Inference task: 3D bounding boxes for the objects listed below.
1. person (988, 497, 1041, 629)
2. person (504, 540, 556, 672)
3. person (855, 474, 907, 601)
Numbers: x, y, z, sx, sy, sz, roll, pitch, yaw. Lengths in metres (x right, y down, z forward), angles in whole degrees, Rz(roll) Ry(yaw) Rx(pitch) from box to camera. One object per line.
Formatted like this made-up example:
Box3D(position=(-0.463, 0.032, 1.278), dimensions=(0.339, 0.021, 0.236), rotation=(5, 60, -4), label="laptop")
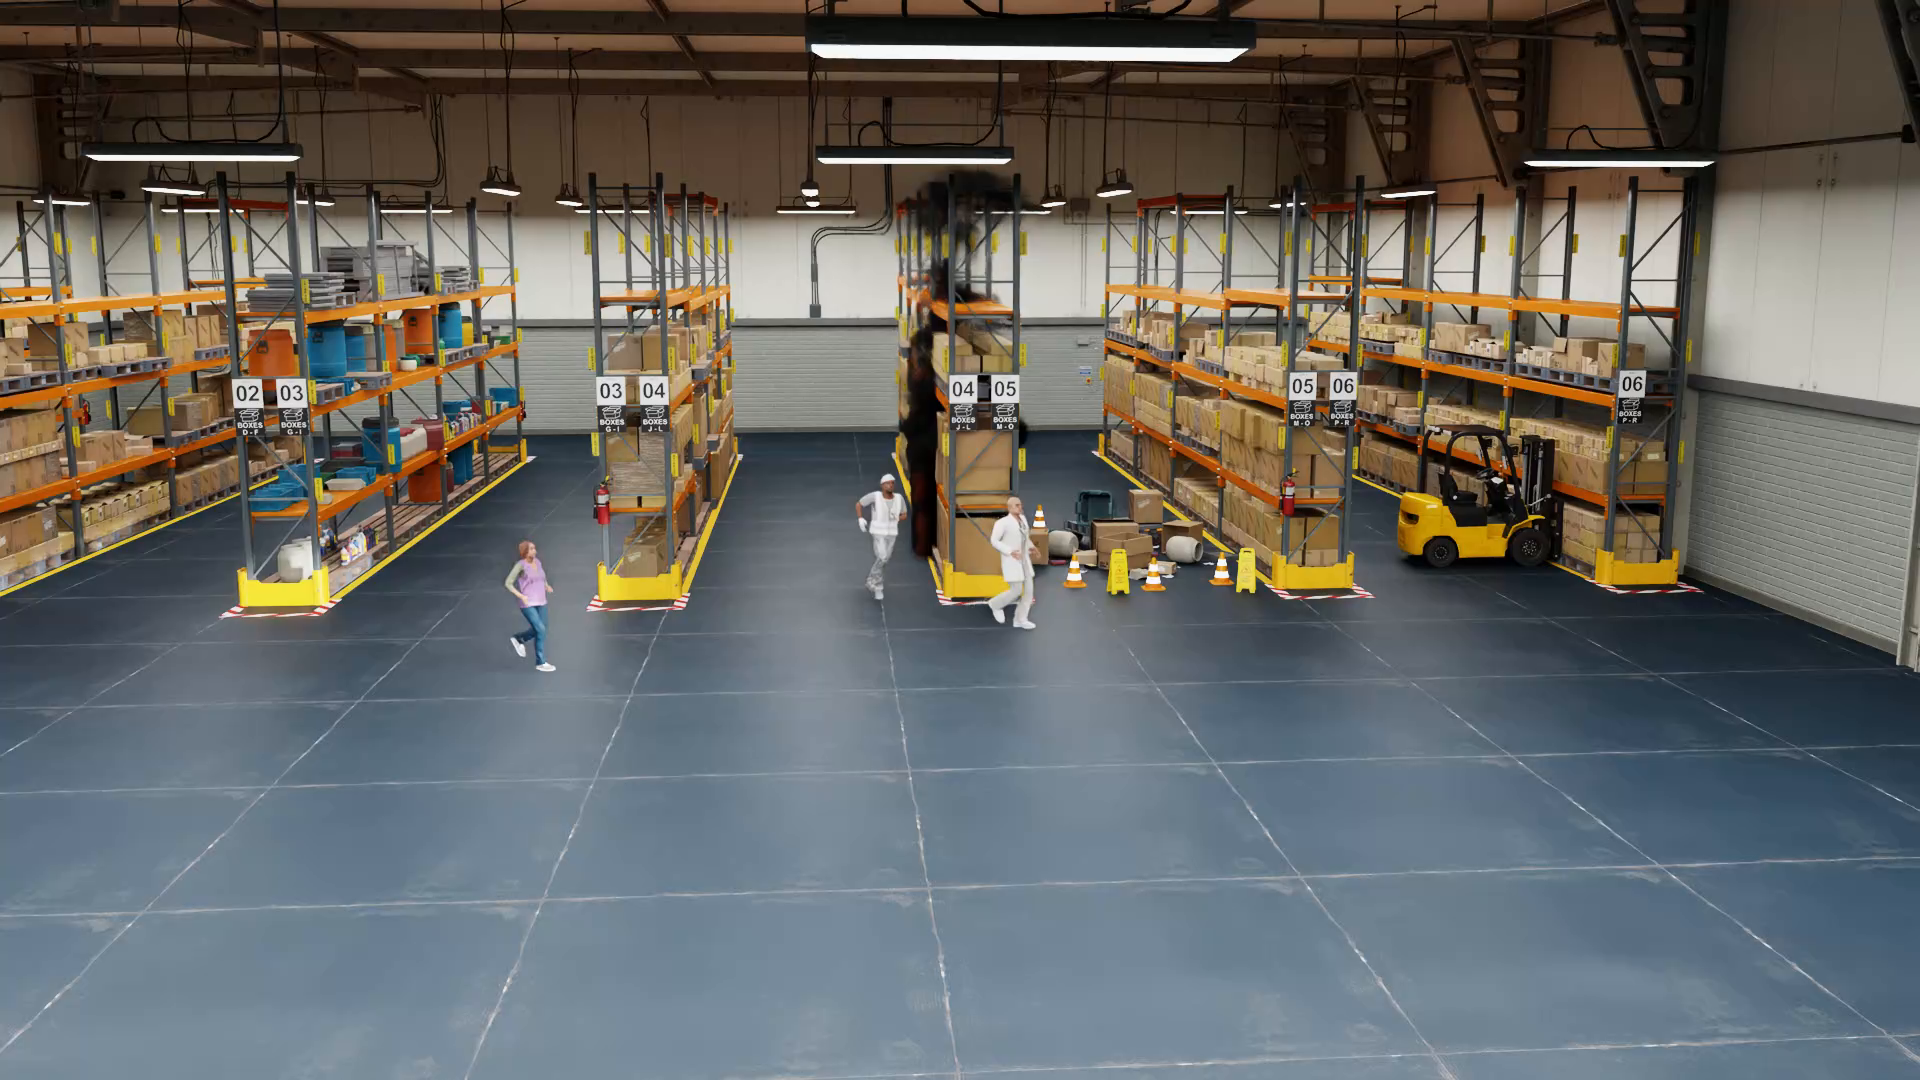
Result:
Box3D(position=(0.711, 0.296, 22.005), dimensions=(0.748, 1.746, 0.740), rotation=(9, 13, 42), label="person")
Box3D(position=(-5.140, 0.772, 19.827), dimensions=(0.730, 1.558, 0.546), rotation=(6, 11, 29), label="person")
Box3D(position=(-1.109, -0.051, 24.049), dimensions=(0.686, 1.827, 0.701), rotation=(-6, 12, -31), label="person")
